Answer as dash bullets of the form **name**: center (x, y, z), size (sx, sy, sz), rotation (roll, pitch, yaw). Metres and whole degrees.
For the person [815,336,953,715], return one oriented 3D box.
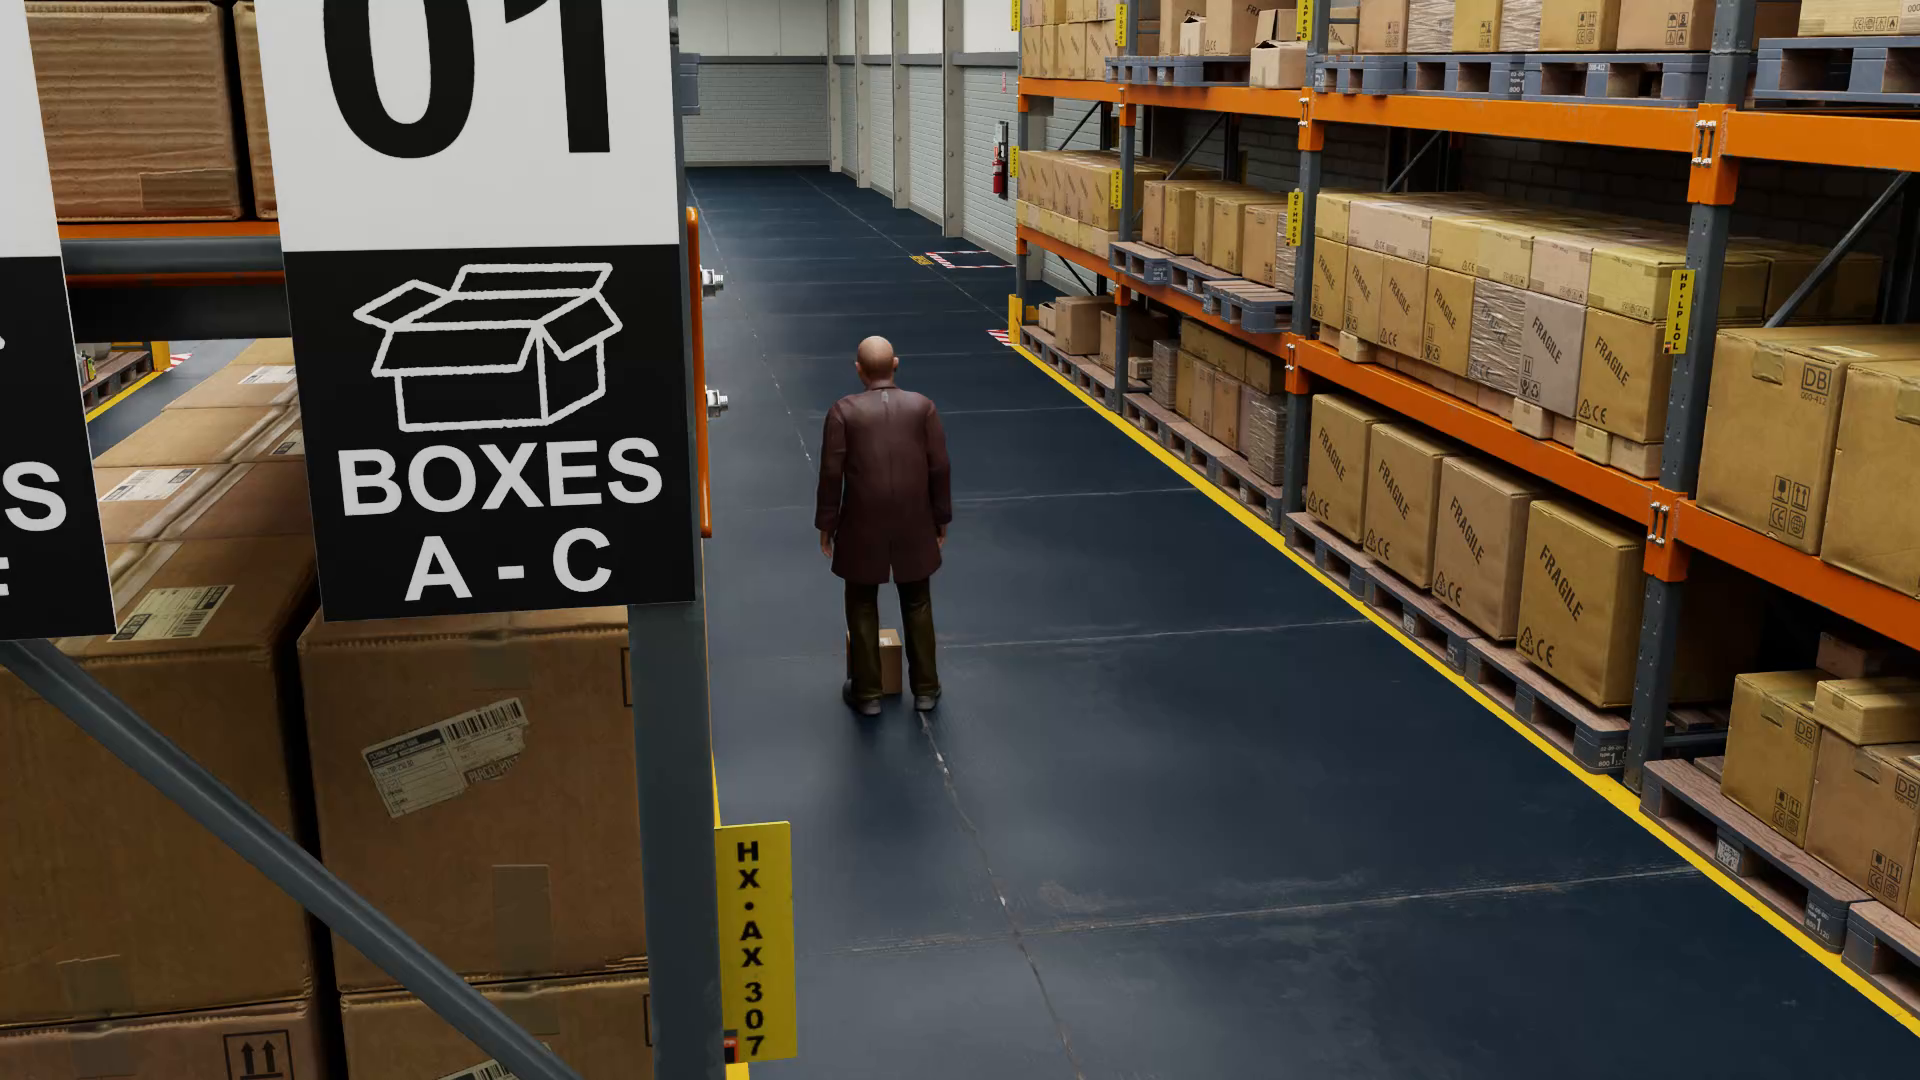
- **person**: center (-0.353, -0.064, 7.781), size (0.652, 1.774, 0.420), rotation (-3, 16, -11)
